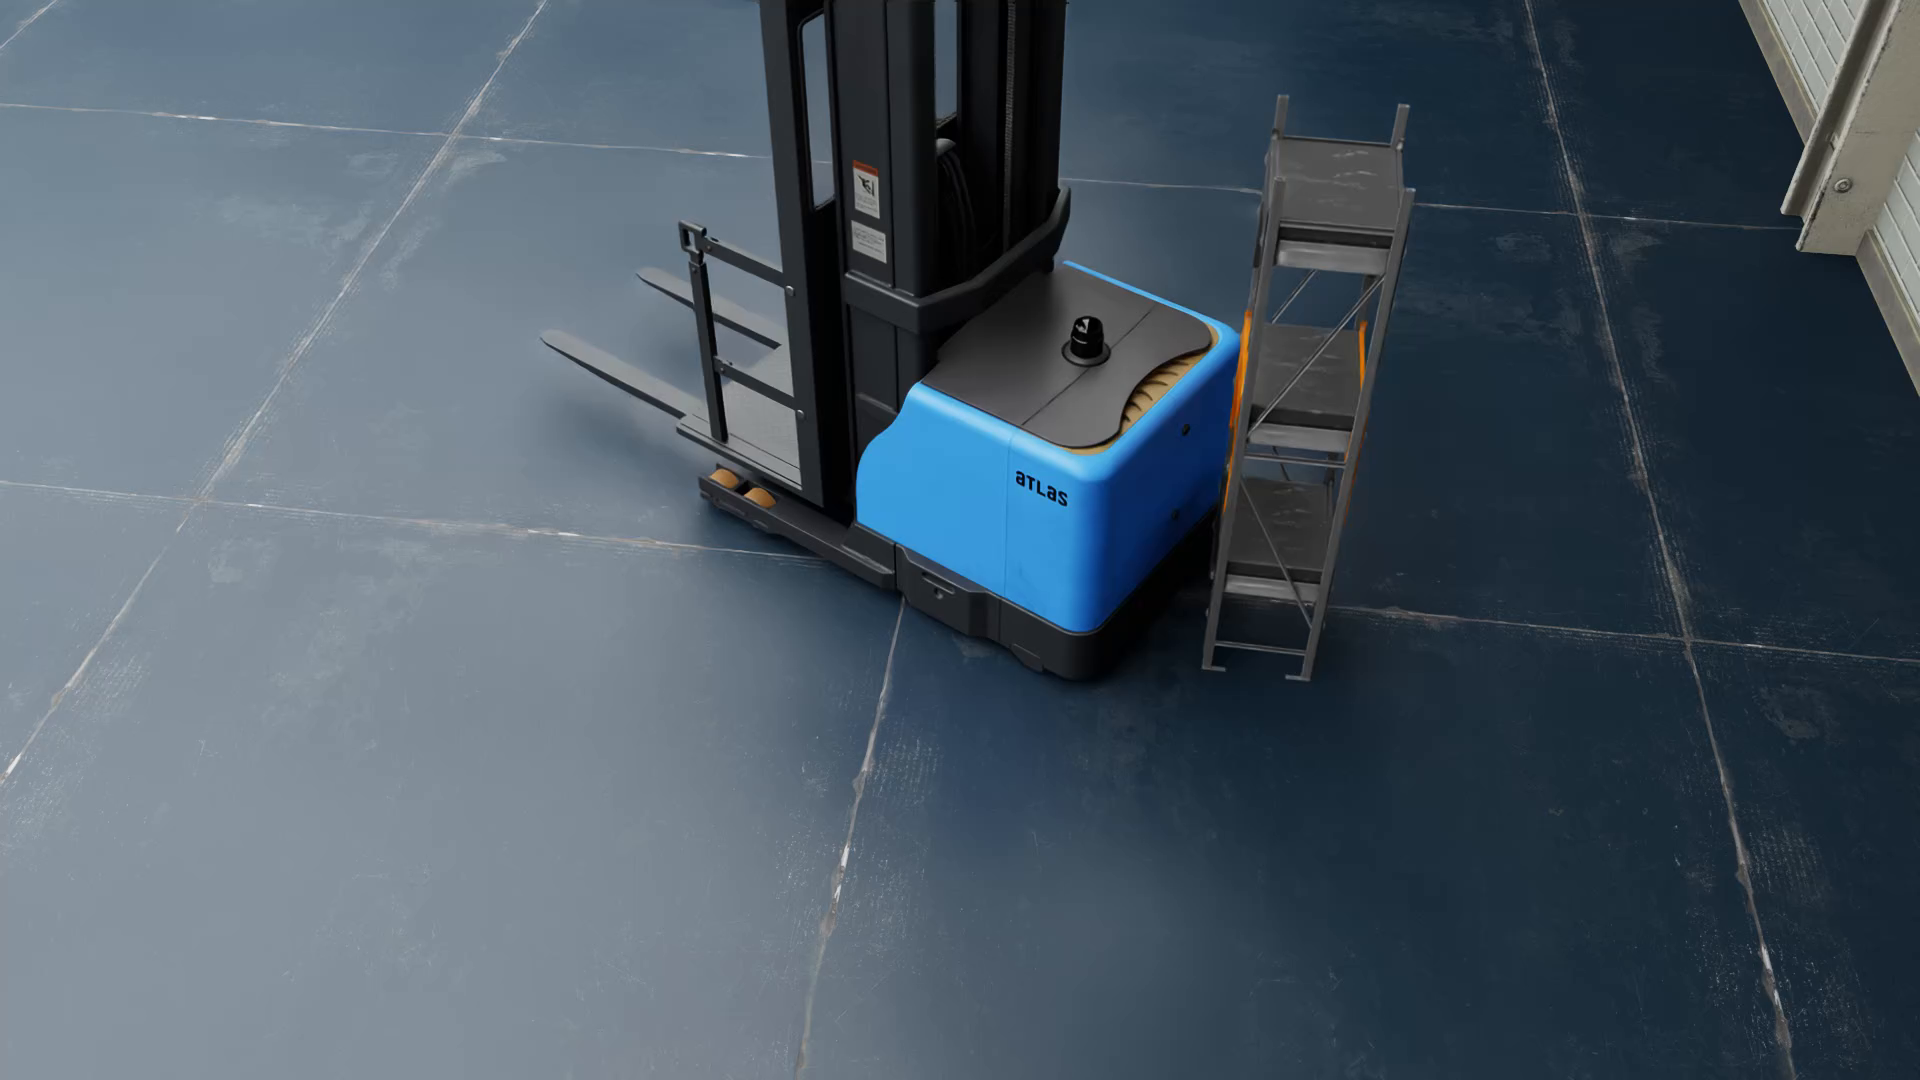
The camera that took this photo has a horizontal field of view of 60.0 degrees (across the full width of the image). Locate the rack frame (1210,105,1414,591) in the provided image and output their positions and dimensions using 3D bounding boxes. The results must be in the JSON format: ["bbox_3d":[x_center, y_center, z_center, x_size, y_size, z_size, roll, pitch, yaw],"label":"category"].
[{"bbox_3d":[1.185,-0.557,5.810,0.400,2.100,0.015,4,44,4],"label":"rack frame"}]

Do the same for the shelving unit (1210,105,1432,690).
[{"bbox_3d":[1.163,-0.390,5.634,0.431,2.100,0.503,4,44,4],"label":"shelving unit"}]

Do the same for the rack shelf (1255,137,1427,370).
[{"bbox_3d":[1.163,-0.888,5.162,0.431,0.518,0.480,4,44,4],"label":"rack shelf"}]

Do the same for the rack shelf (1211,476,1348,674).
[{"bbox_3d":[1.163,0.129,6.125,0.431,0.518,0.480,4,44,4],"label":"rack shelf"}]

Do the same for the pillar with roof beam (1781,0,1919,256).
[{"bbox_3d":[0.078,-5.215,5.713,9.100,9.000,0.400,5,44,6],"label":"pillar with roof beam"}]

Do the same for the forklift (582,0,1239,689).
[{"bbox_3d":[-0.401,-1.420,6.118,3.031,2.935,1.130,33,53,30],"label":"forklift"}]

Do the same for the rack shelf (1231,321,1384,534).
[{"bbox_3d":[1.163,-0.380,5.643,0.431,0.518,0.480,4,44,4],"label":"rack shelf"}]

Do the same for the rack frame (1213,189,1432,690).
[{"bbox_3d":[1.141,-0.222,5.457,0.400,2.100,0.015,4,44,4],"label":"rack frame"}]
